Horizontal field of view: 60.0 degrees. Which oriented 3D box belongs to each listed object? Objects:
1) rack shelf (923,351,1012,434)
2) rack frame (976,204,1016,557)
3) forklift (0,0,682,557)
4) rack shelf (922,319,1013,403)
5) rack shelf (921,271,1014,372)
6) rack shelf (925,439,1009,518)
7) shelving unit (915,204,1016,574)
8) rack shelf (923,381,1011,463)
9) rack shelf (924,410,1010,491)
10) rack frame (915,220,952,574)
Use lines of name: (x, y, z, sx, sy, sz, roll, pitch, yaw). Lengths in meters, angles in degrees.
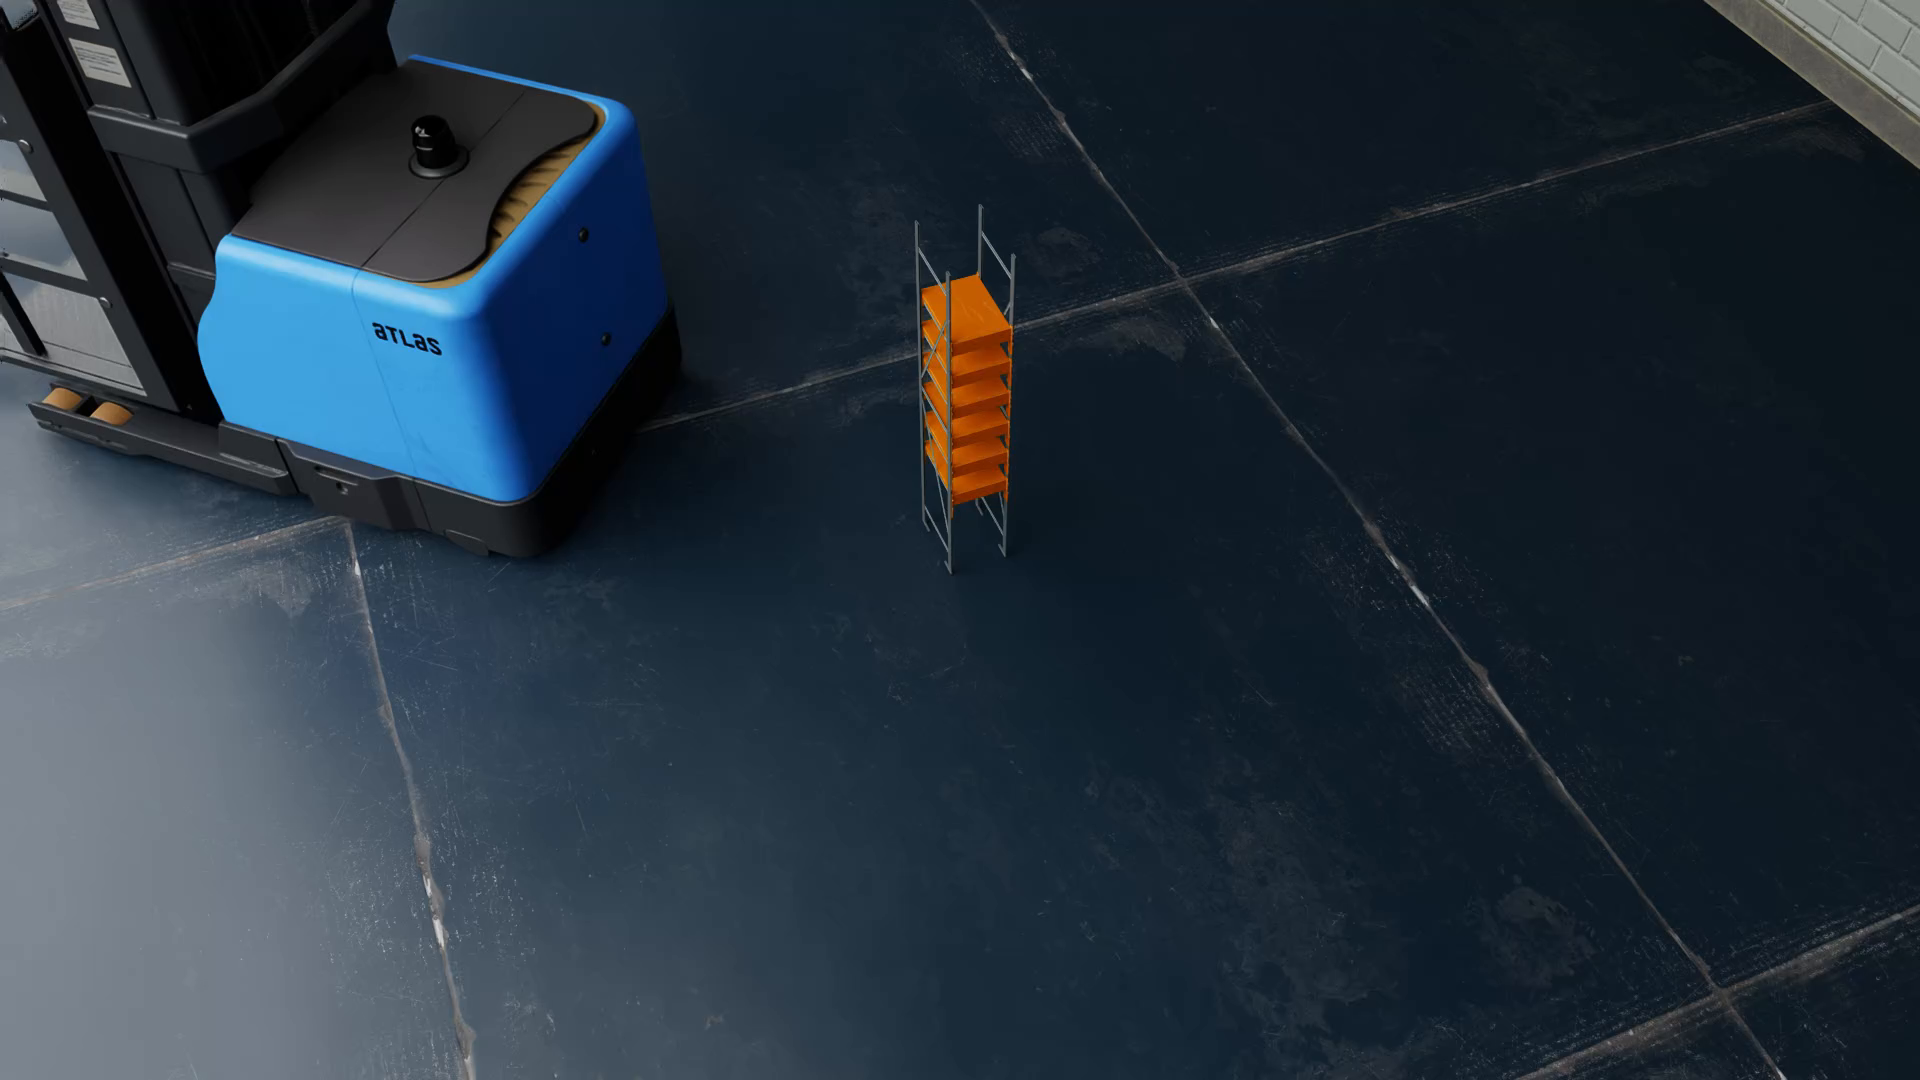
rack shelf: (0.013, -0.444, 4.741, 0.180, 0.103, 0.258, -17, 52, -14)
rack frame: (0.098, -0.421, 4.821, 0.006, 1.200, 0.240, -17, 52, -14)
forklift: (-2.523, -1.605, 4.696, 3.031, 2.935, 1.130, 16, 51, 13)
rack shelf: (0.013, -0.522, 4.650, 0.180, 0.103, 0.258, -17, 52, -14)
rack shelf: (0.013, -0.601, 4.559, 0.180, 0.103, 0.258, -17, 52, -14)
rack shelf: (0.013, -0.210, 5.014, 0.180, 0.103, 0.258, -17, 52, -14)
shelving unit: (0.013, -0.395, 4.798, 0.189, 1.200, 0.258, -17, 52, -14)
rack shelf: (0.013, -0.366, 4.832, 0.180, 0.103, 0.258, -17, 52, -14)
rack shelf: (0.013, -0.288, 4.923, 0.180, 0.103, 0.258, -17, 52, -14)
rack frame: (-0.071, -0.369, 4.776, 0.006, 1.200, 0.240, -17, 52, -14)
